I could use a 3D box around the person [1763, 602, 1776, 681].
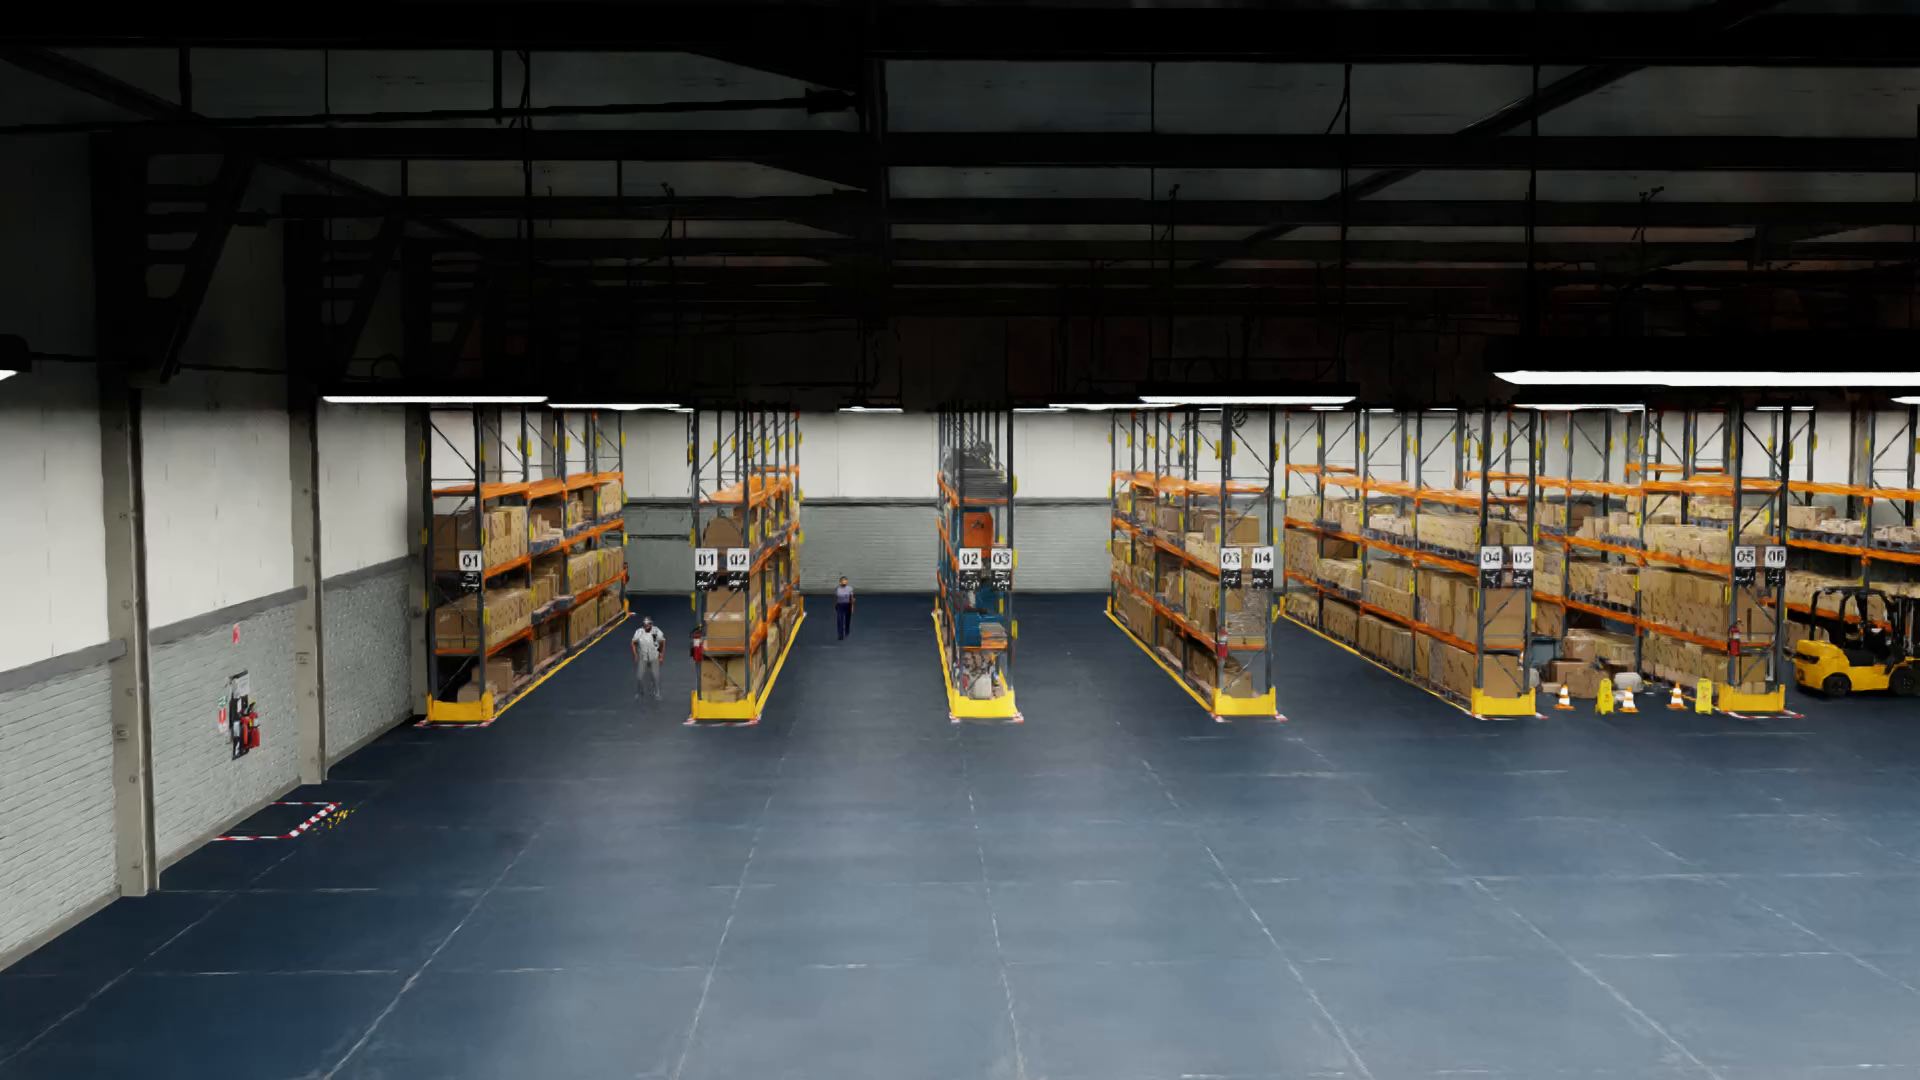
[{"bbox_3d":[17.323,2.166,35.669,0.482,1.674,0.486,2,5,27],"label":"person"}]

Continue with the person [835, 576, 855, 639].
[{"bbox_3d":[-2.939,1.710,42.464,0.489,1.571,0.990,0,4,-3],"label":"person"}]

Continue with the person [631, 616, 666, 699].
[{"bbox_3d":[-6.240,2.341,33.327,0.682,1.715,0.536,0,4,-4],"label":"person"}]
